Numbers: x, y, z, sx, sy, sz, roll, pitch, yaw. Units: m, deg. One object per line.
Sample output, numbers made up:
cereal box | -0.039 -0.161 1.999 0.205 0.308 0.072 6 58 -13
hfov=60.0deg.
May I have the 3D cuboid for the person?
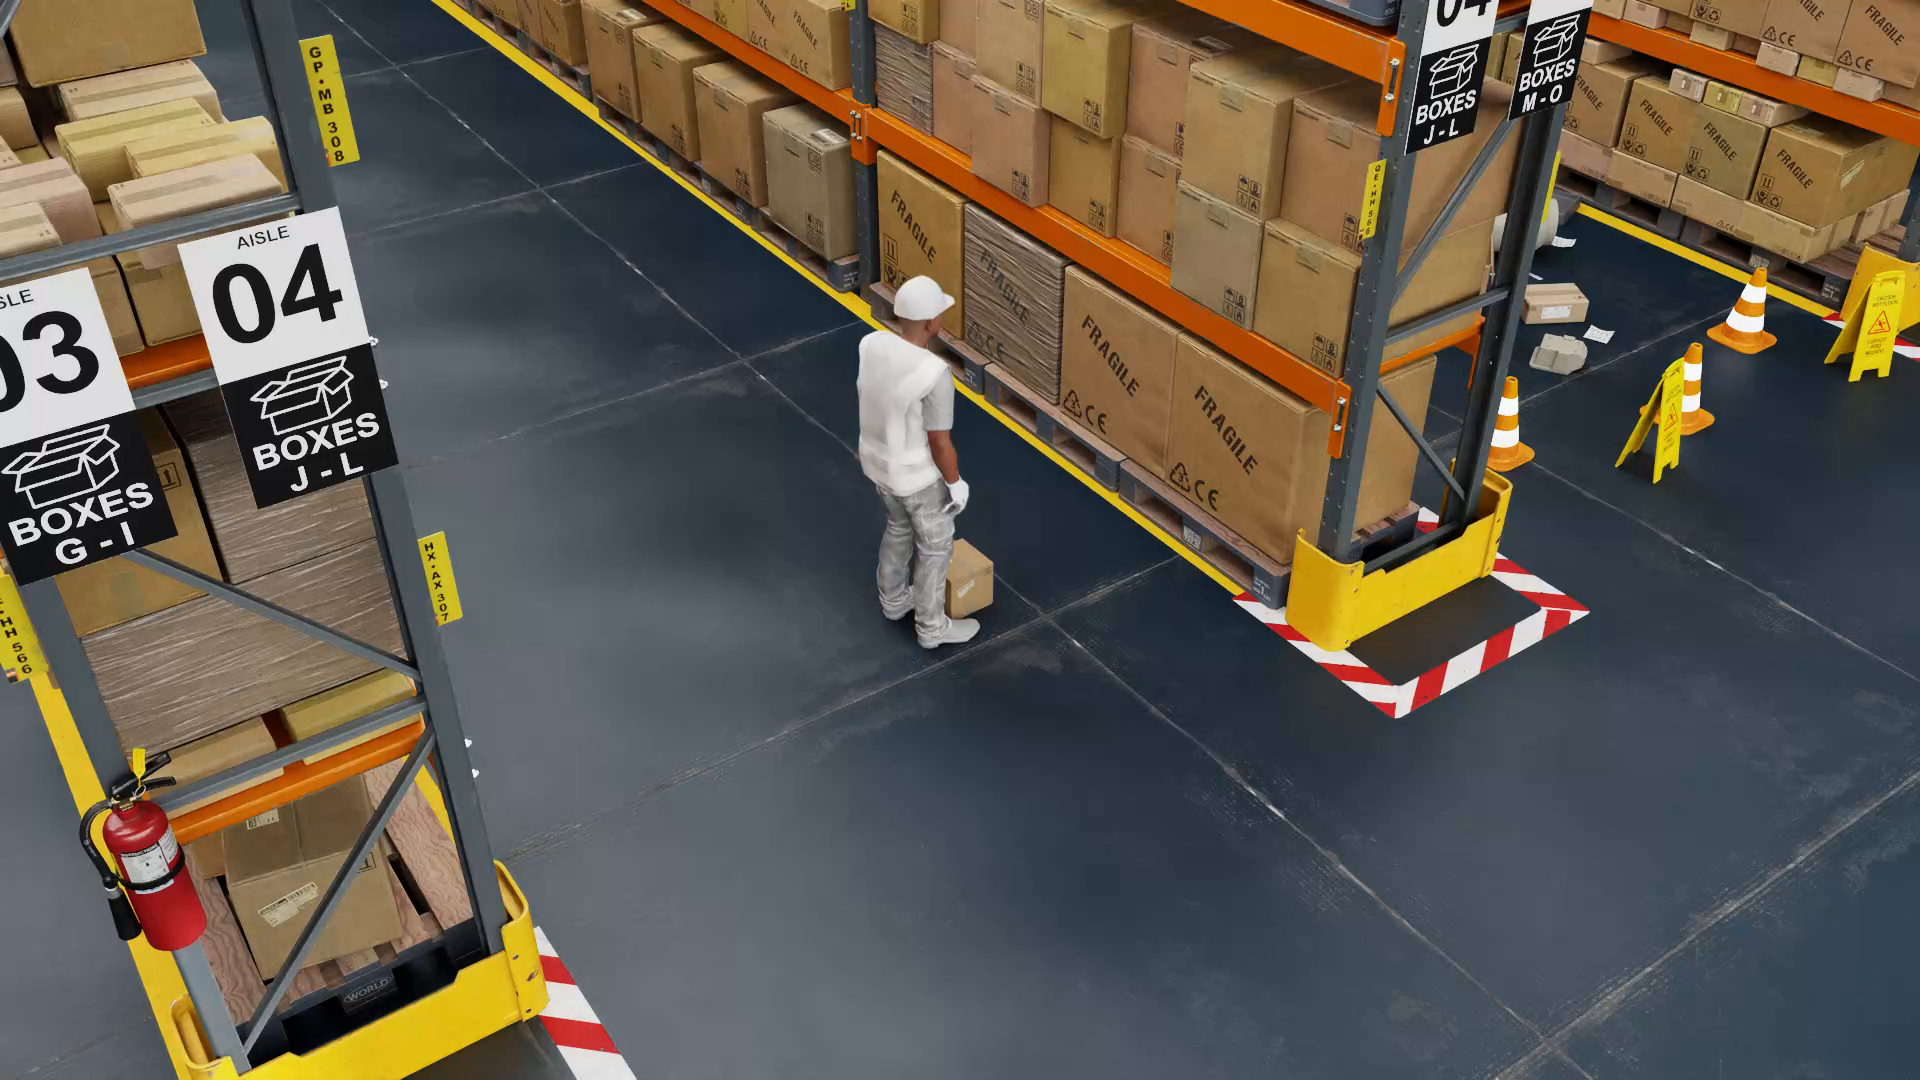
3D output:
person | -0.205 -0.344 7.467 0.450 1.774 0.627 -25 43 -30
